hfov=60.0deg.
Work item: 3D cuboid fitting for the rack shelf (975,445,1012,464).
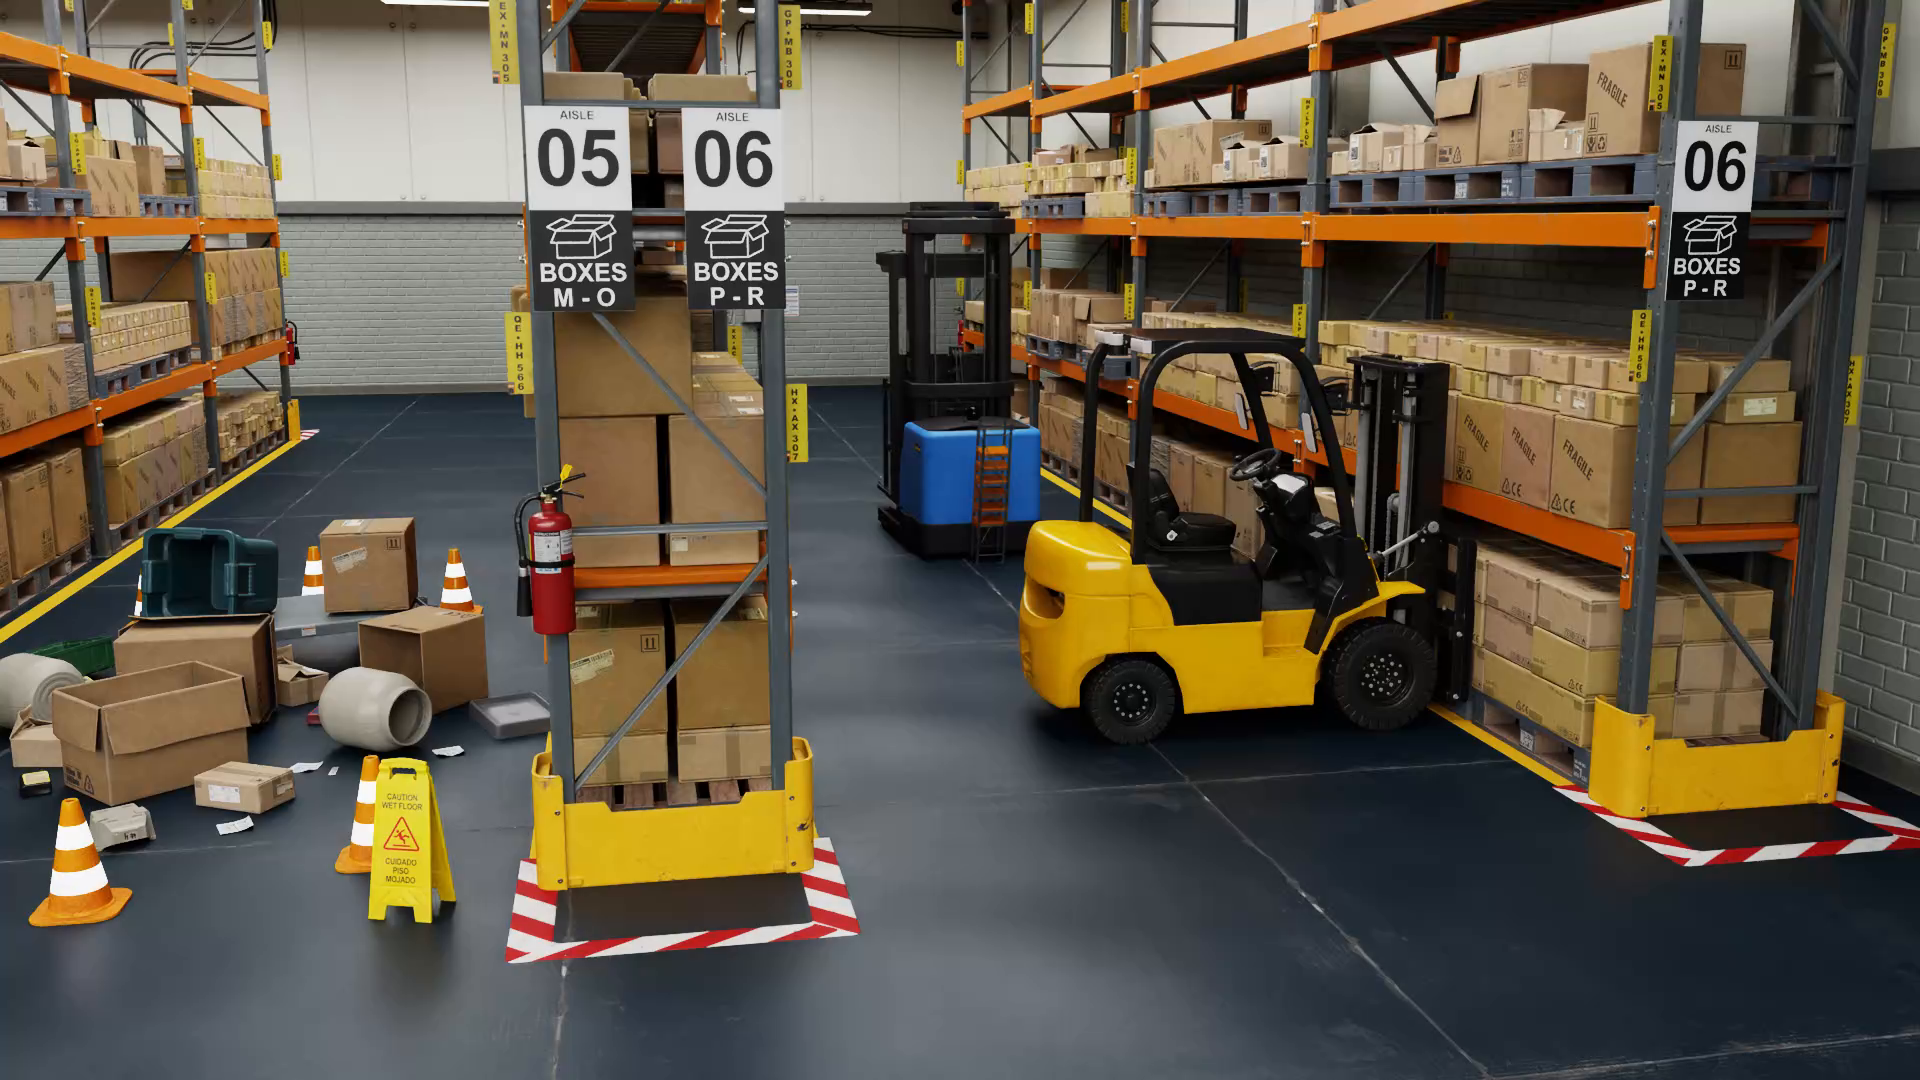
[{"bbox_3d":[0.269,-0.684,13.392,0.258,0.103,0.180,-3,23,-13],"label":"rack shelf"}]

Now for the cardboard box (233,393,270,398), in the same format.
[{"bbox_3d":[-8.819,-1.738,20.715,0.380,0.149,0.250,-2,11,-10],"label":"cardboard box"}]

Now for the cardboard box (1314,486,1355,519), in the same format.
[{"bbox_3d":[2.661,-0.201,11.289,0.500,0.250,0.500,-2,11,-12],"label":"cardboard box"}]

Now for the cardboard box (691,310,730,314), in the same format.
[{"bbox_3d":[-1.738,-1.593,11.122,0.380,0.149,0.250,-2,11,-11],"label":"cardboard box"}]

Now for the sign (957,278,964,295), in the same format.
[{"bbox_3d":[0.008,-3.561,23.069,0.100,0.325,0.005,-2,11,-11],"label":"sign"}]

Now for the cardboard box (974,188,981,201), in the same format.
[{"bbox_3d":[0.478,-4.518,21.994,0.500,0.250,0.500,-2,11,-10],"label":"cardboard box"}]

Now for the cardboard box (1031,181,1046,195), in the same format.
[{"bbox_3d":[1.003,-3.910,18.474,0.380,0.149,0.250,-2,11,-10],"label":"cardboard box"}]

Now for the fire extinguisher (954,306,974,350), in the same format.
[{"bbox_3d":[0.059,-2.945,23.349,0.296,0.674,0.183,-2,11,-11],"label":"fire extinguisher"}]

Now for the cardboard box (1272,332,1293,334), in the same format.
[{"bbox_3d":[2.526,-1.471,12.398,0.380,0.149,0.250,-2,11,-11],"label":"cardboard box"}]

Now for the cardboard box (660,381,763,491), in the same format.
[{"bbox_3d":[-1.240,-0.520,8.345,0.500,0.500,0.500,-2,11,-12],"label":"cardboard box"}]

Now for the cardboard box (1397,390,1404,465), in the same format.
[{"bbox_3d":[2.922,-0.725,10.217,0.500,0.500,0.500,-2,11,-12],"label":"cardboard box"}]

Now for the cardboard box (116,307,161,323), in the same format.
[{"bbox_3d":[-7.919,-2.161,15.985,0.380,0.149,0.250,-2,11,-13],"label":"cardboard box"}]

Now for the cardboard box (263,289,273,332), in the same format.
[{"bbox_3d":[-8.728,-2.803,20.340,0.500,0.500,0.500,-2,11,-12],"label":"cardboard box"}]

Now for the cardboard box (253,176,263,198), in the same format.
[{"bbox_3d":[-8.724,-4.252,20.058,0.500,0.250,0.500,-2,11,-13],"label":"cardboard box"}]

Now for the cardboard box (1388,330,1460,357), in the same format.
[{"bbox_3d":[2.870,-1.211,10.237,0.380,0.149,0.250,-2,11,-12],"label":"cardboard box"}]

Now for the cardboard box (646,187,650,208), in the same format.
[{"bbox_3d":[-1.594,-1.933,9.480,0.380,0.149,0.250,-3,11,-13],"label":"cardboard box"}]

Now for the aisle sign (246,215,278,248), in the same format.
[{"bbox_3d":[-8.883,-4.077,21.143,0.394,0.787,0.004,-2,11,-11],"label":"aisle sign"}]

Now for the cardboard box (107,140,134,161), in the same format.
[{"bbox_3d":[-8.214,-3.485,15.561,0.797,0.503,0.637,-2,11,-12],"label":"cardboard box"}]

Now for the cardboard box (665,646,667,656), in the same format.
[{"bbox_3d":[-1.502,0.567,9.927,0.500,0.250,0.500,-2,11,-13],"label":"cardboard box"}]

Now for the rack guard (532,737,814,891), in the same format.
[{"bbox_3d":[-1.230,1.174,7.191,1.175,0.500,0.348,-2,11,-11],"label":"rack guard"}]

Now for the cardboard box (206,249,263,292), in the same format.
[{"bbox_3d":[-8.622,-3.199,19.747,0.500,0.500,0.500,-2,11,-8],"label":"cardboard box"}]

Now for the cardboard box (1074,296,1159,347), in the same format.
[{"bbox_3d":[1.598,-2.238,17.033,0.797,0.503,0.637,-2,11,-12],"label":"cardboard box"}]

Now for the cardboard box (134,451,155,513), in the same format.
[{"bbox_3d":[-7.596,-0.518,14.958,0.500,0.500,0.500,-2,11,-10],"label":"cardboard box"}]

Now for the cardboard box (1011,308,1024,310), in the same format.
[{"bbox_3d":[0.784,-2.762,20.792,0.500,0.250,0.500,-2,11,-11],"label":"cardboard box"}]

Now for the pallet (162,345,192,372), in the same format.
[{"bbox_3d":[-8.379,-1.803,16.658,1.003,0.211,1.213,-2,11,-11],"label":"pallet"}]

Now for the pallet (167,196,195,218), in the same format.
[{"bbox_3d":[-8.370,-3.306,16.526,1.213,0.211,1.003,-2,11,-11],"label":"pallet"}]

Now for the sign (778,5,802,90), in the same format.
[{"bbox_3d":[-0.683,-1.963,6.626,0.100,0.325,0.005,-2,11,-11],"label":"sign"}]

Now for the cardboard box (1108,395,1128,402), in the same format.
[{"bbox_3d":[1.861,-1.524,18.507,0.380,0.149,0.250,-3,11,-14],"label":"cardboard box"}]

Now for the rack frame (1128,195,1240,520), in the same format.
[{"bbox_3d":[2.097,-1.688,15.545,1.000,3.000,0.127,-2,11,-11],"label":"rack frame"}]

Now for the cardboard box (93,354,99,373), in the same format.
[{"bbox_3d":[-7.496,-1.481,14.004,0.380,0.149,0.250,-2,11,-12],"label":"cardboard box"}]

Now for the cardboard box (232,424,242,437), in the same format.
[{"bbox_3d":[-8.442,-1.260,18.999,0.380,0.149,0.250,-2,11,-8],"label":"cardboard box"}]

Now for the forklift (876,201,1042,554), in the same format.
[{"bbox_3d":[-0.141,-1.553,15.018,1.130,2.935,3.031,-2,11,-13],"label":"forklift"}]

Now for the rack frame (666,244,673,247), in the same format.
[{"bbox_3d":[-4.328,-2.974,22.302,1.000,3.000,0.127,-2,11,-11],"label":"rack frame"}]

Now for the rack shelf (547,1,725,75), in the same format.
[{"bbox_3d":[-2.383,-3.538,12.209,1.077,0.370,4.000,-2,11,-11],"label":"rack shelf"}]

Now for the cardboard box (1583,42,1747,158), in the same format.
[{"bbox_3d":[3.327,-2.072,7.877,0.500,0.500,0.500,-2,11,-9],"label":"cardboard box"}]

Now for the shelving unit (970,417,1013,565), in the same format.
[{"bbox_3d":[0.254,-0.392,13.512,0.258,1.200,0.189,-3,23,-13],"label":"shelving unit"}]

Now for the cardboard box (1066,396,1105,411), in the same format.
[{"bbox_3d":[1.385,-1.499,18.378,0.380,0.149,0.250,-2,11,-12],"label":"cardboard box"}]

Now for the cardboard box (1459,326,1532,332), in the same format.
[{"bbox_3d":[3.416,-1.282,10.611,0.380,0.149,0.250,-2,11,-12],"label":"cardboard box"}]

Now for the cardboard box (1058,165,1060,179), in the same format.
[{"bbox_3d":[1.259,-3.918,17.720,0.380,0.149,0.250,-2,11,-10],"label":"cardboard box"}]

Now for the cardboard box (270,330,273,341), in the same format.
[{"bbox_3d":[-8.811,-2.556,20.775,0.380,0.149,0.250,-2,11,-11],"label":"cardboard box"}]

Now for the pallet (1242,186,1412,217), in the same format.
[{"bbox_3d":[2.690,-2.496,12.275,0.805,0.209,1.217,-3,11,-13],"label":"pallet"}]

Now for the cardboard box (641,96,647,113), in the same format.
[{"bbox_3d":[-1.716,-2.070,8.069,0.380,0.149,0.250,-2,11,-13],"label":"cardboard box"}]

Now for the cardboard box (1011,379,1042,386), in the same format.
[{"bbox_3d":[0.695,-1.860,22.009,0.700,0.500,0.500,-2,11,-9],"label":"cardboard box"}]

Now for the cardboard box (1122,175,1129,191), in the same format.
[{"bbox_3d":[1.760,-3.389,15.790,0.380,0.149,0.250,-2,11,-12],"label":"cardboard box"}]

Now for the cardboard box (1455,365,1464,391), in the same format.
[{"bbox_3d":[3.077,-0.926,9.536,0.380,0.149,0.250,-2,11,-11],"label":"cardboard box"}]

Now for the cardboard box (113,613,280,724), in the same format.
[{"bbox_3d":[-4.231,0.718,9.213,0.797,0.637,0.503,-2,11,-11],"label":"cardboard box"}]

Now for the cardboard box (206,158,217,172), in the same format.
[{"bbox_3d":[-8.335,-4.090,18.139,0.380,0.149,0.250,-2,11,-13],"label":"cardboard box"}]

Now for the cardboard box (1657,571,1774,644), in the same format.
[{"bbox_3d":[3.745,0.337,8.460,0.500,0.250,0.500,-2,11,-12],"label":"cardboard box"}]

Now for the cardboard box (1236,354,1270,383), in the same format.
[{"bbox_3d":[2.421,-1.302,12.576,0.500,0.250,0.500,-2,11,-12],"label":"cardboard box"}]

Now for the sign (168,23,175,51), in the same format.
[{"bbox_3d":[-9.696,-6.201,20.499,0.100,0.325,0.005,-2,11,-11],"label":"sign"}]

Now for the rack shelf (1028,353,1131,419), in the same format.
[{"bbox_3d":[1.708,-1.702,17.539,1.077,0.370,4.000,-2,11,-11],"label":"rack shelf"}]

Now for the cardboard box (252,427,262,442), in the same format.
[{"bbox_3d":[-8.535,-1.258,19.782,0.380,0.149,0.250,-2,11,-10],"label":"cardboard box"}]

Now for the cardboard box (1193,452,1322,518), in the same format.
[{"bbox_3d":[2.470,-0.370,13.847,0.875,0.625,0.625,-3,11,-13],"label":"cardboard box"}]

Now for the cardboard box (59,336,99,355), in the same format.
[{"bbox_3d":[-7.505,-1.634,14.010,0.380,0.149,0.250,-2,11,-8],"label":"cardboard box"}]

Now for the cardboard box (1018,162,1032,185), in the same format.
[{"bbox_3d":[0.984,-4.297,19.499,0.500,0.250,0.500,-2,11,-11],"label":"cardboard box"}]
